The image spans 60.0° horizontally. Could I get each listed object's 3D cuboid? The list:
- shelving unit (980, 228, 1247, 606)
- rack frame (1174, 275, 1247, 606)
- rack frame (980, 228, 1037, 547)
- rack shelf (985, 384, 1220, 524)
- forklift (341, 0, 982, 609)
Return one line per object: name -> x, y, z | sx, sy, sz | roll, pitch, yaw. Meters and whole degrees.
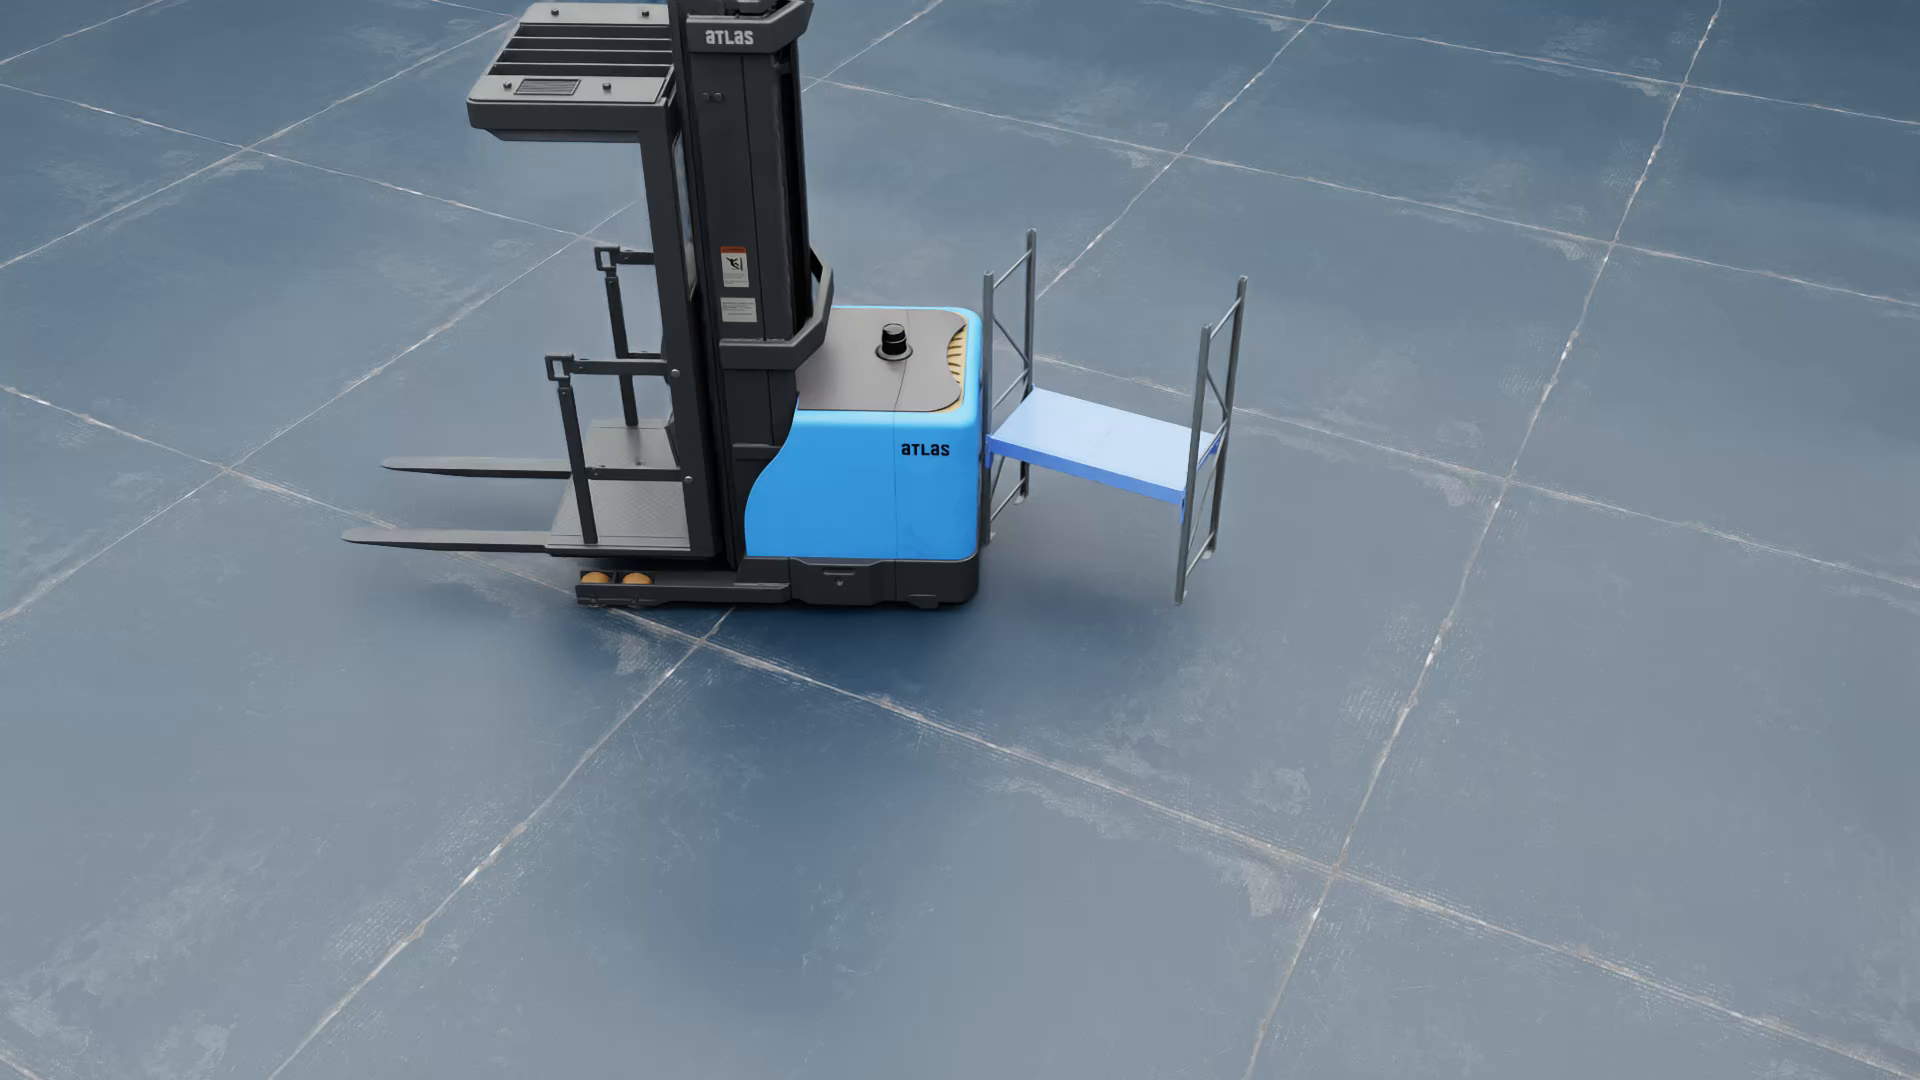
shelving unit -> 0.681, -0.564, 7.753 | 1.048, 1.500, 0.538 | 17, 40, 21
rack frame -> 1.135, -0.425, 7.570 | 0.032, 1.500, 0.500 | 17, 40, 21
rack frame -> 0.228, -0.703, 7.936 | 0.032, 1.500, 0.500 | 17, 40, 21
rack shelf -> 0.681, -0.421, 7.862 | 1.000, 0.185, 0.538 | 17, 40, 21
forklift -> -1.414, -1.165, 7.360 | 3.031, 2.935, 1.130 | 1, 37, 2
